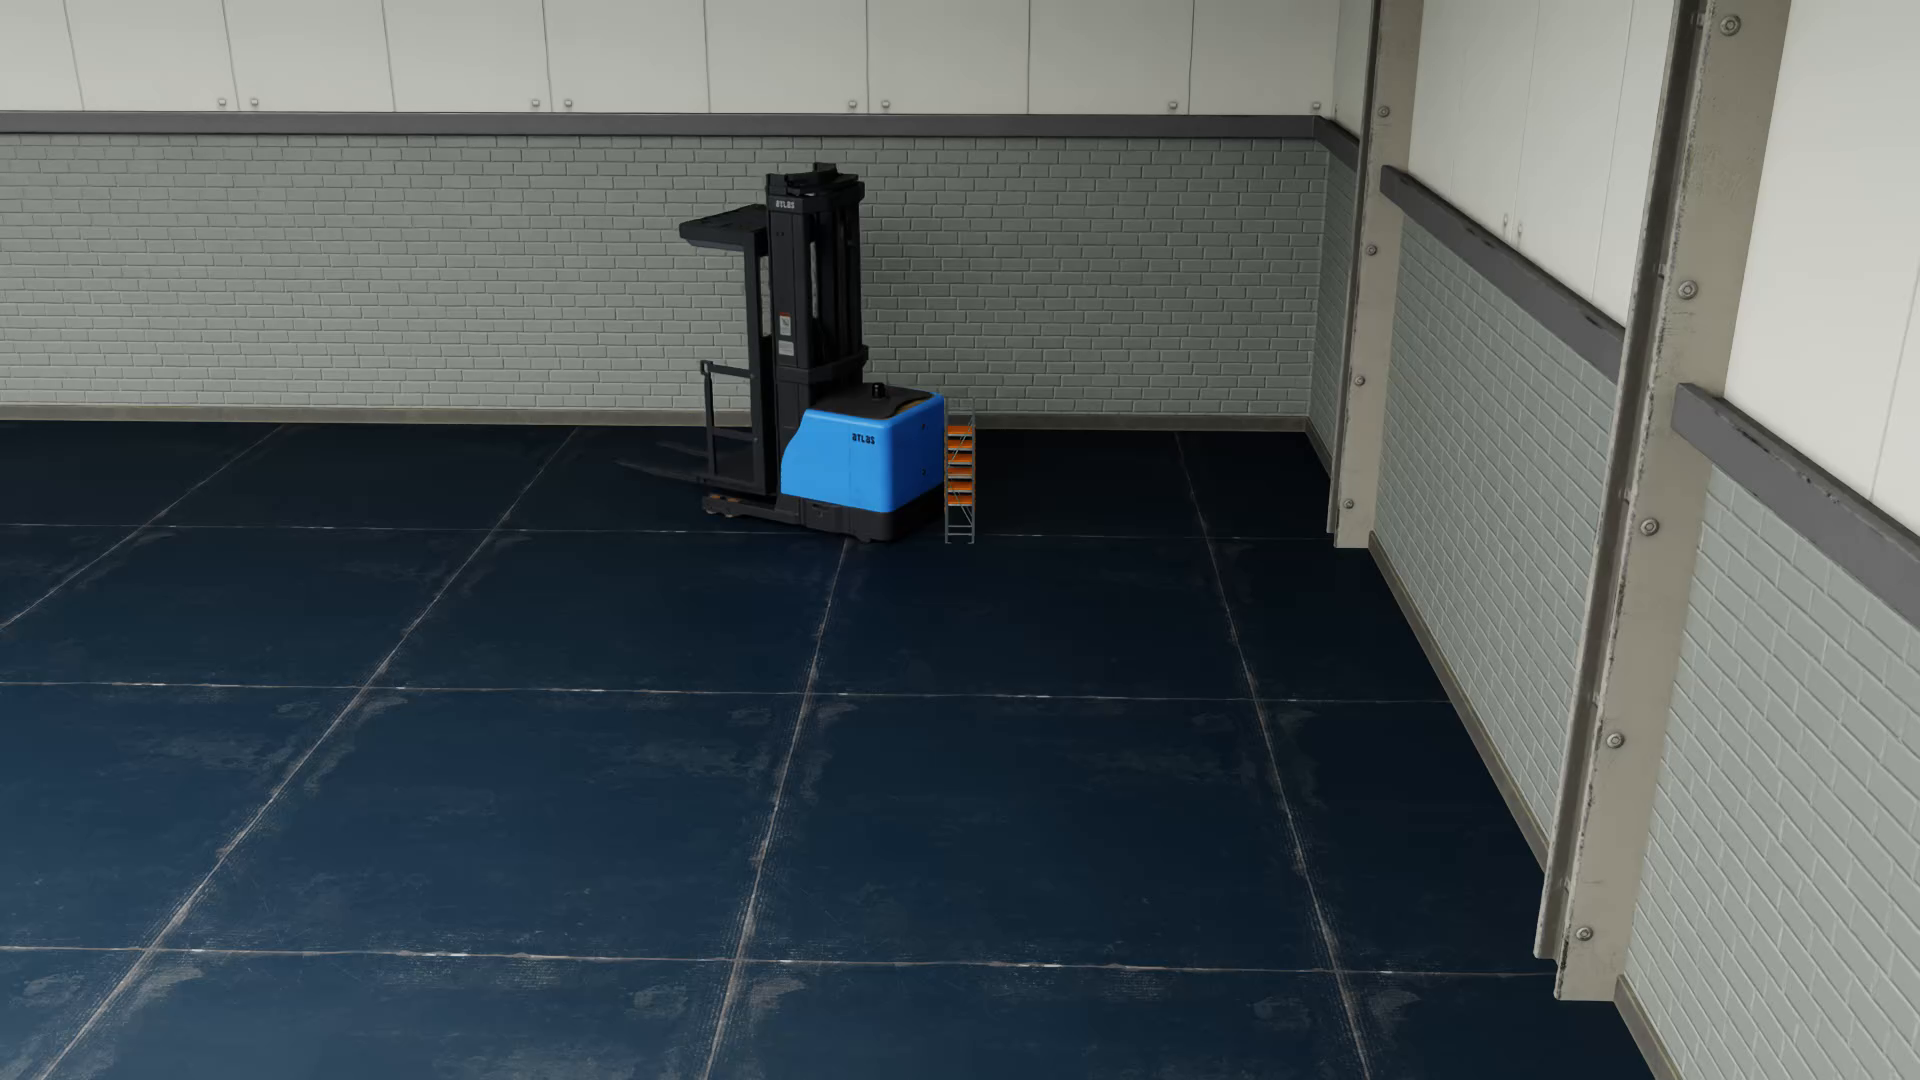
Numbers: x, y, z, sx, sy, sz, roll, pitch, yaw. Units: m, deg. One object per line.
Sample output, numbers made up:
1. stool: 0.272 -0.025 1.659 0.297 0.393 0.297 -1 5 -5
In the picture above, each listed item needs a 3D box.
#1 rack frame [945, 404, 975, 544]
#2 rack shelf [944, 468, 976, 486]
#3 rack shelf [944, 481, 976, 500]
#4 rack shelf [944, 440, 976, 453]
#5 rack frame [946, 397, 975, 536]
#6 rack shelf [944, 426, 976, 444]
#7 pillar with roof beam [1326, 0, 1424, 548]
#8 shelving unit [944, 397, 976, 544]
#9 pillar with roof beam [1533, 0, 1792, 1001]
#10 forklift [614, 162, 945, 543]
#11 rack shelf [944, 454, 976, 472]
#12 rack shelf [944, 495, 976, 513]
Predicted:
1. rack frame: -0.002 -0.532 13.533 0.240 1.200 0.006 1 21 2
2. rack shelf: 0.000 -0.523 13.635 0.258 0.103 0.180 1 21 2
3. rack shelf: 0.000 -0.411 13.678 0.258 0.103 0.180 1 21 2
4. rack shelf: 0.000 -0.747 13.548 0.258 0.103 0.180 1 21 2
5. rack frame: 0.003 -0.598 13.704 0.240 1.200 0.006 1 21 2
6. rack shelf: 0.000 -0.859 13.505 0.258 0.103 0.180 1 21 2
7. pillar with roof beam: -1.064 -4.250 12.336 9.100 9.000 0.400 1 21 2
8. shelving unit: 0.000 -0.565 13.619 0.258 1.200 0.189 1 21 2
9. pillar with roof beam: -1.247 -2.081 6.745 9.100 9.000 0.400 1 21 2
10. forklift: -1.651 -1.711 14.179 3.031 2.935 1.130 11 24 27
11. rack shelf: 0.000 -0.635 13.591 0.258 0.103 0.180 1 21 2
12. rack shelf: 0.000 -0.299 13.722 0.258 0.103 0.180 1 21 2
